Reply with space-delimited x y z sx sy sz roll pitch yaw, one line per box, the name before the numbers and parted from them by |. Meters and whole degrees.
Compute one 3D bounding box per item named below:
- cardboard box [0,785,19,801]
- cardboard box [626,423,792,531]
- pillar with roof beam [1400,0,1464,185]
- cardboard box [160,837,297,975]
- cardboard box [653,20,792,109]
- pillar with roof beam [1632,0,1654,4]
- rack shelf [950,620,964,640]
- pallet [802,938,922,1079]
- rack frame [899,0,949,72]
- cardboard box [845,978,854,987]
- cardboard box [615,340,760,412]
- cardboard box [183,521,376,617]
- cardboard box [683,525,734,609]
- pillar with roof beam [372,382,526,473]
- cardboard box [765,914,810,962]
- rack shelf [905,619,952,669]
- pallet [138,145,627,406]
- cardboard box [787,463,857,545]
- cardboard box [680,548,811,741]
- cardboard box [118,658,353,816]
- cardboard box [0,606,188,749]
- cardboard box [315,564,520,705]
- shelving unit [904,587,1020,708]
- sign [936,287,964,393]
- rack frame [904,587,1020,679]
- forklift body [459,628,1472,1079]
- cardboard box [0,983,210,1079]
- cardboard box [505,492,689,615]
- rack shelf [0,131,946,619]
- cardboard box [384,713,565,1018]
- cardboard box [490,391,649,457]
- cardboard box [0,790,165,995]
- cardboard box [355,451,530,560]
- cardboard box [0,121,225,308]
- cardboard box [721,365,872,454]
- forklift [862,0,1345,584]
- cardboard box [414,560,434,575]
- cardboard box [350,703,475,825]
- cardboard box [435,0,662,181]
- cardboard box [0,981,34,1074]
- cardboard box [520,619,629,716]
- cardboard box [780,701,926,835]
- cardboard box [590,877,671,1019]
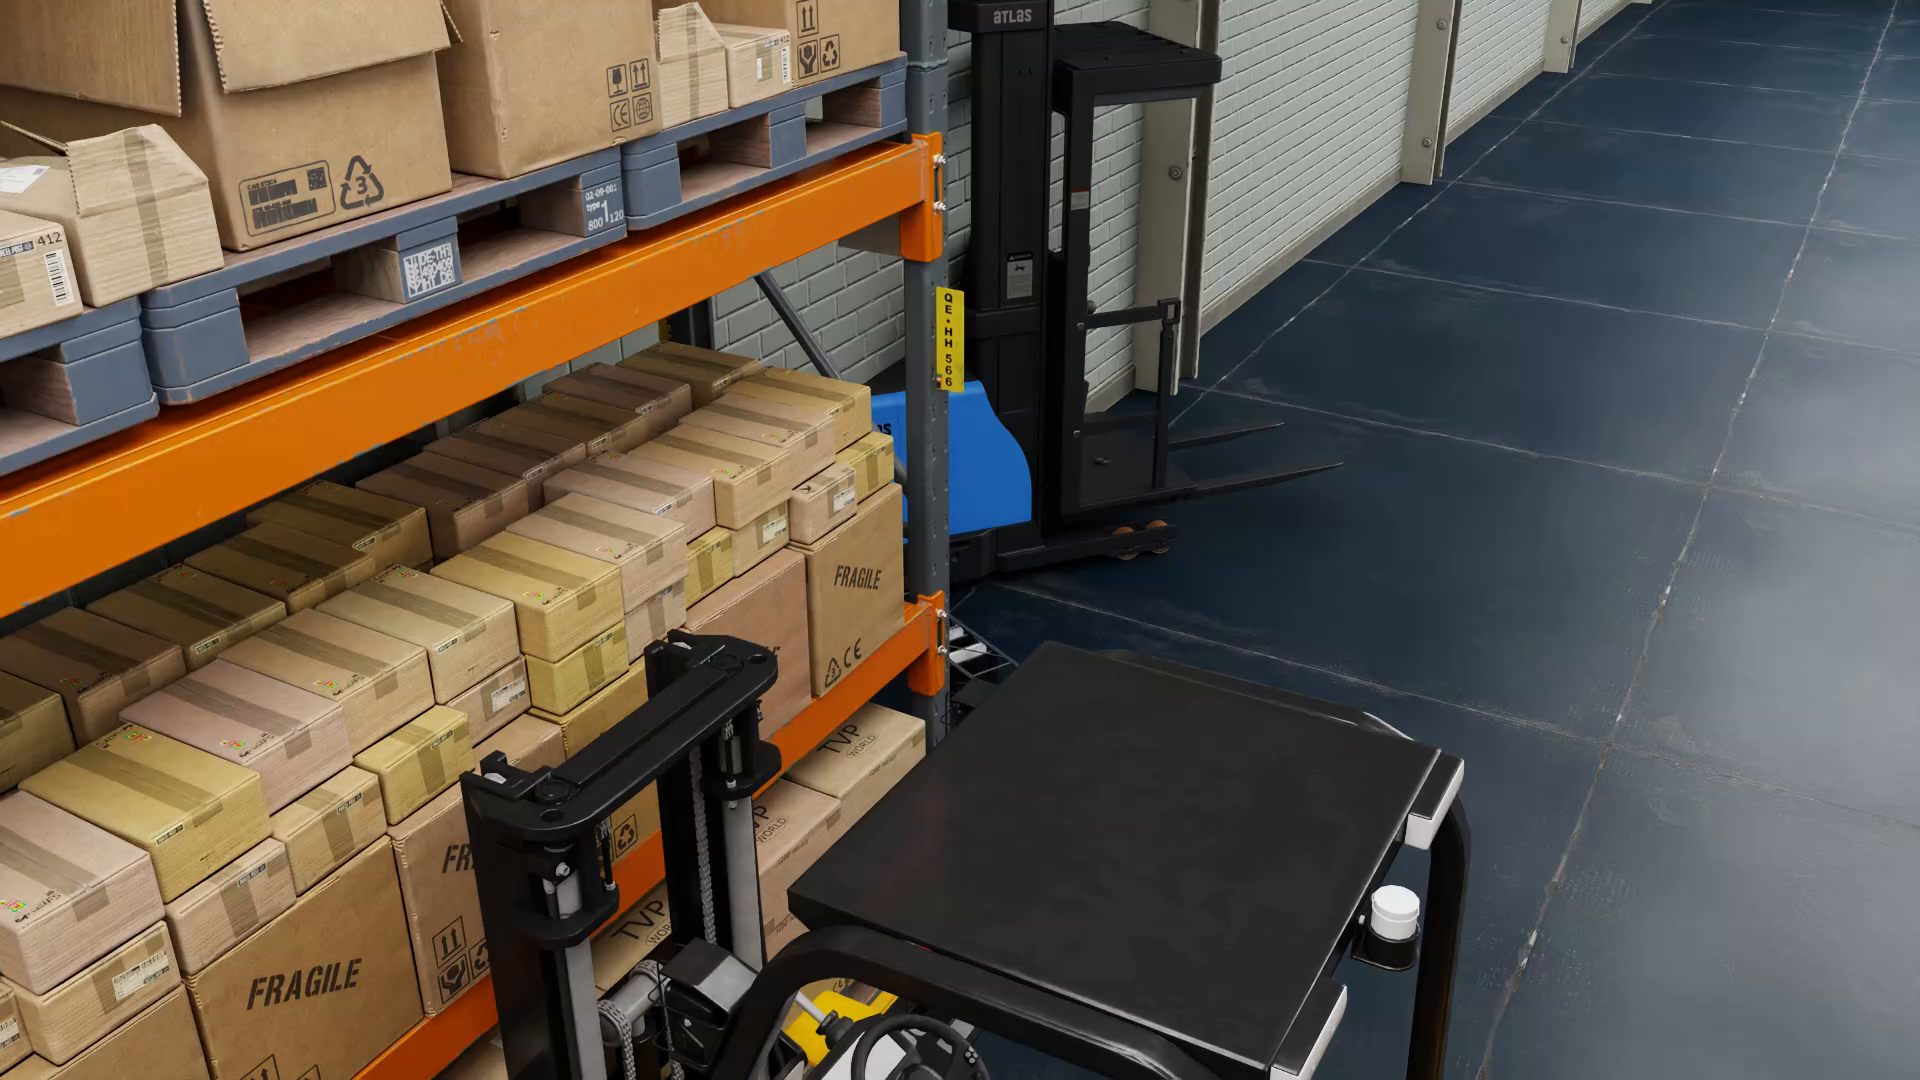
cardboard box | -2.004 0.543 3.478 0.380 0.149 0.250 15 30 28
cardboard box | -0.691 -0.178 4.586 0.380 0.149 0.250 15 30 27
pillar with roof beam | 8.026 -6.446 11.573 9.100 9.000 0.400 14 30 26
cardboard box | -1.534 0.660 3.244 0.380 0.149 0.250 14 30 26
cardboard box | -0.642 -1.179 4.103 0.380 0.149 0.250 13 30 25
pillar with roof beam | 13.929 -11.122 20.916 9.100 9.000 0.400 14 30 26
rack shelf | -0.103 0.490 7.526 0.258 0.200 0.077 -17 32 -31
pallet | -0.838 1.447 5.623 1.003 0.211 1.213 14 30 26
rack frame | -0.499 -2.790 4.270 1.000 3.000 0.127 14 30 26
cardboard box | -0.455 1.187 5.630 0.500 0.250 0.500 14 30 26
cardboard box | -0.850 -0.491 5.211 0.380 0.149 0.250 14 30 25
cardboard box | -1.636 0.105 4.020 0.380 0.149 0.250 14 30 26
cardboard box | -0.838 0.043 4.477 0.380 0.149 0.250 14 30 26
pillar with roof beam | 2.122 -1.769 2.231 9.100 9.000 0.400 14 30 26
cardboard box | -0.722 1.163 5.120 0.500 0.250 0.500 14 30 26
rack shelf | -0.155 0.457 7.592 0.258 0.200 0.077 -17 32 -31
pallet | -1.468 -0.662 3.469 1.003 0.211 1.213 14 30 26
cardboard box | -0.525 -0.139 4.840 0.380 0.149 0.250 15 30 27
cardboard box | -0.775 0.298 4.692 0.500 0.500 0.500 15 30 28
cardboard box | -1.486 0.406 3.420 0.380 0.149 0.250 14 30 26
cardboard box | -1.914 0.301 3.629 0.380 0.149 0.250 14 30 26
cardboard box | -1.241 0.210 3.811 0.380 0.149 0.250 15 30 27
shelving unit | -0.084 0.503 7.502 0.258 0.210 0.900 -17 32 -31
sign | -0.033 -0.606 5.051 0.100 0.325 0.005 14 30 26
rack frame | -0.084 0.412 7.456 0.240 0.006 0.900 -17 32 -31
forklift body | 0.157 1.413 3.524 2.313 2.155 1.214 14 30 26
cardboard box | -1.779 1.085 3.120 0.500 0.500 0.500 15 30 27
cardboard box | -0.909 0.029 4.173 0.380 0.149 0.250 15 30 27
rack shelf | -1.482 -0.347 3.546 1.077 0.370 4.000 14 30 26
cardboard box | -1.265 0.696 3.897 0.500 0.500 0.500 14 30 26
cardboard box | -1.125 -0.290 4.811 0.380 0.149 0.250 15 30 27
cardboard box | -1.667 0.624 2.984 0.380 0.149 0.250 15 30 27
cardboard box | -1.368 -0.089 4.408 0.380 0.149 0.250 15 30 28
cardboard box | -1.472 -0.574 2.763 0.396 0.266 0.258 13 30 25
cardboard box | -0.491 -0.389 5.007 0.380 0.149 0.250 14 30 26
forklift | 0.579 -1.417 8.305 3.031 2.935 1.130 -10 28 -20
cardboard box | -1.586 0.119 4.326 0.380 0.149 0.250 15 30 28
cardboard box | -1.302 0.452 3.659 0.380 0.149 0.250 14 30 25
cardboard box | -1.095 -1.122 3.598 0.700 0.500 0.500 14 30 26
cardboard box | -1.851 0.842 2.881 0.380 0.149 0.250 14 30 26
cardboard box | -1.035 0.260 4.043 0.380 0.149 0.250 14 30 26
cardboard box | -0.454 0.736 5.415 0.500 0.250 0.500 15 30 28
cardboard box | -0.939 1.135 4.618 0.500 0.250 0.500 15 30 27
